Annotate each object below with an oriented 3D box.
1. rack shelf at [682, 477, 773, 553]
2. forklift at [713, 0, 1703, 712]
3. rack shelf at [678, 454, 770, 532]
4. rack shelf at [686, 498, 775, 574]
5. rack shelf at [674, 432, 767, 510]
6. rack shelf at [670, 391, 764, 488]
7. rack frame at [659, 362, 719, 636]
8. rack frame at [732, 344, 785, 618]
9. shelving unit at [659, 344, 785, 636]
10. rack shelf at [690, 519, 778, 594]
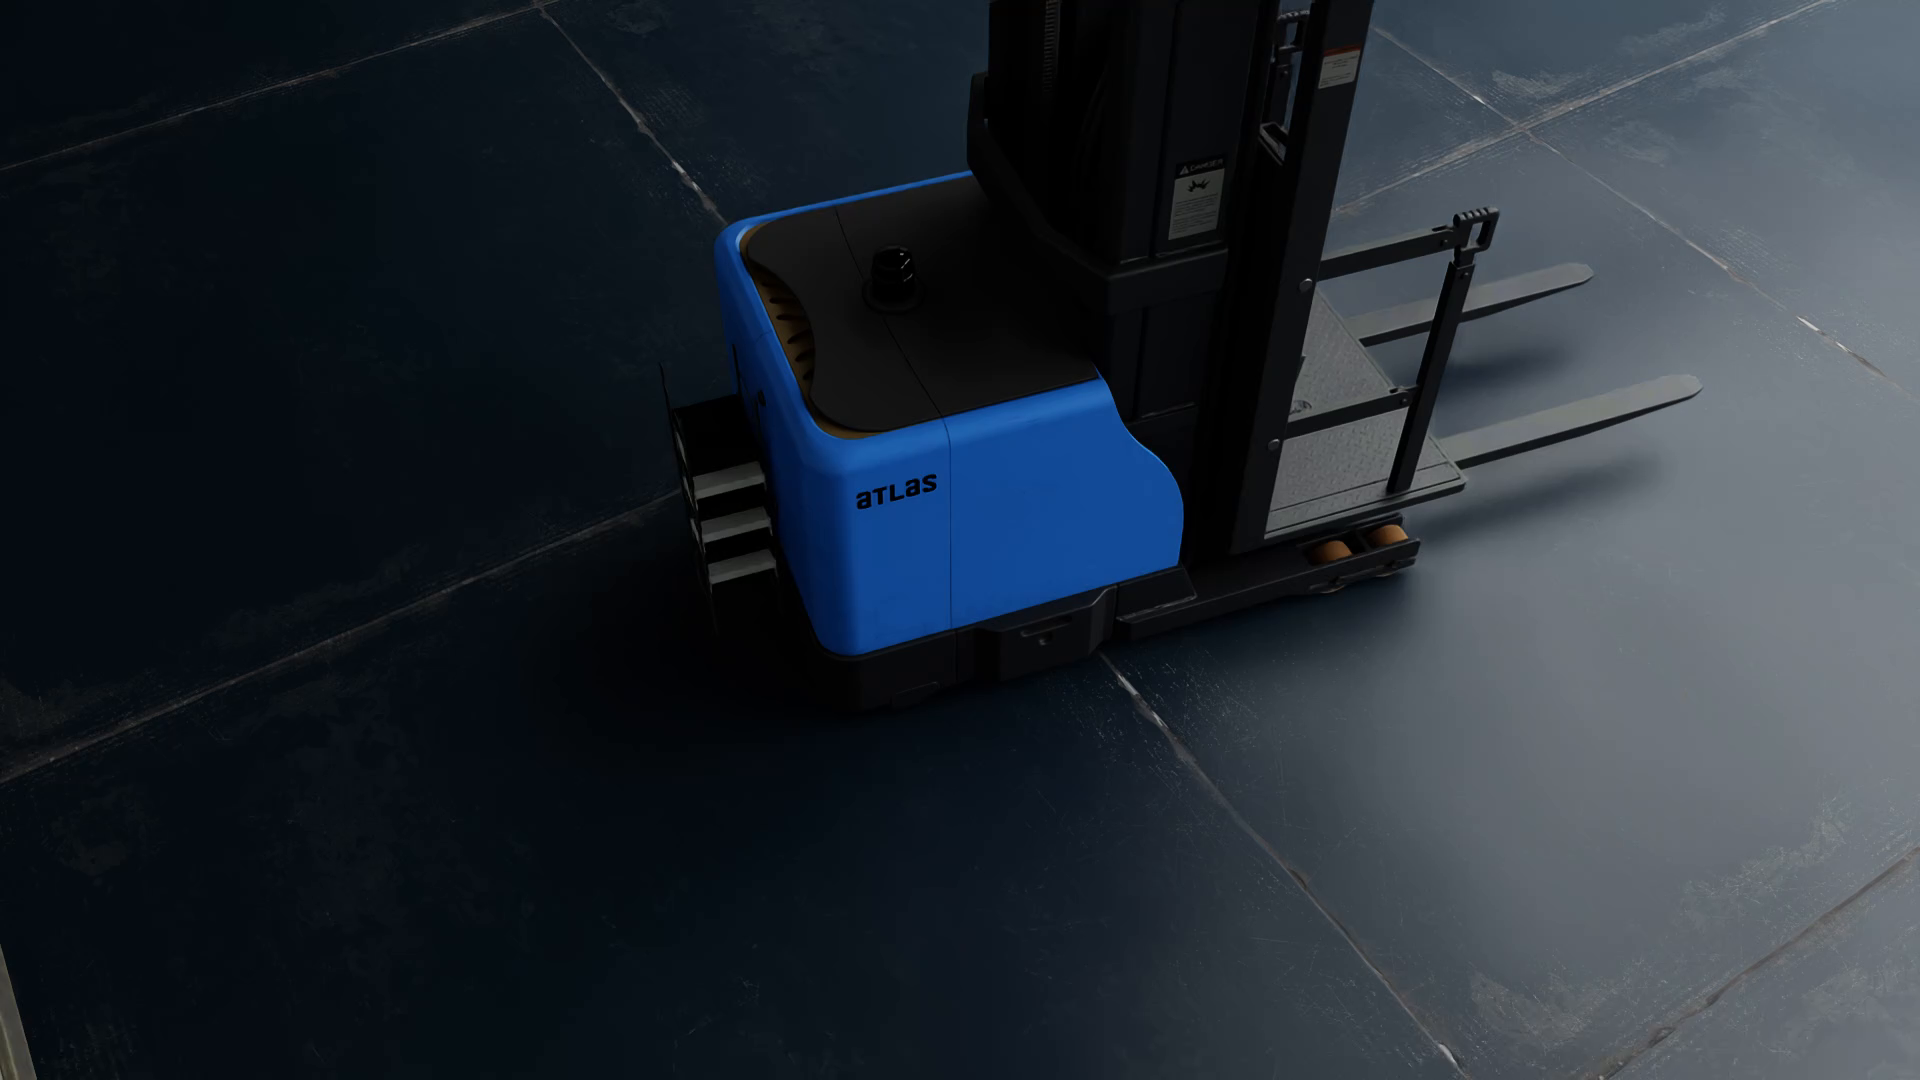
[{"bbox_3d":[-0.671,-0.099,4.780,0.200,0.077,0.258,-15,50,-13],"label":"rack shelf"},{"bbox_3d":[0.877,-1.169,4.329,3.031,2.935,1.130,-15,50,-13],"label":"forklift"},{"bbox_3d":[-0.671,-0.159,4.713,0.200,0.077,0.258,-15,50,-13],"label":"rack shelf"},{"bbox_3d":[-0.671,-0.039,4.848,0.200,0.077,0.258,-15,50,-13],"label":"rack shelf"},{"bbox_3d":[-0.671,-0.219,4.646,0.200,0.077,0.258,-15,50,-13],"label":"rack shelf"},{"bbox_3d":[-0.671,-0.279,4.579,0.200,0.077,0.258,-15,50,-13],"label":"rack shelf"},{"bbox_3d":[-0.767,-0.096,4.732,0.006,0.900,0.240,-15,50,-13],"label":"rack frame"},{"bbox_3d":[-0.576,-0.147,4.779,0.006,0.900,0.240,-15,50,-13],"label":"rack frame"},{"bbox_3d":[-0.671,-0.121,4.756,0.210,0.900,0.258,-15,50,-13],"label":"shelving unit"},{"bbox_3d":[-0.671,0.020,4.915,0.200,0.077,0.258,-15,50,-13],"label":"rack shelf"}]
